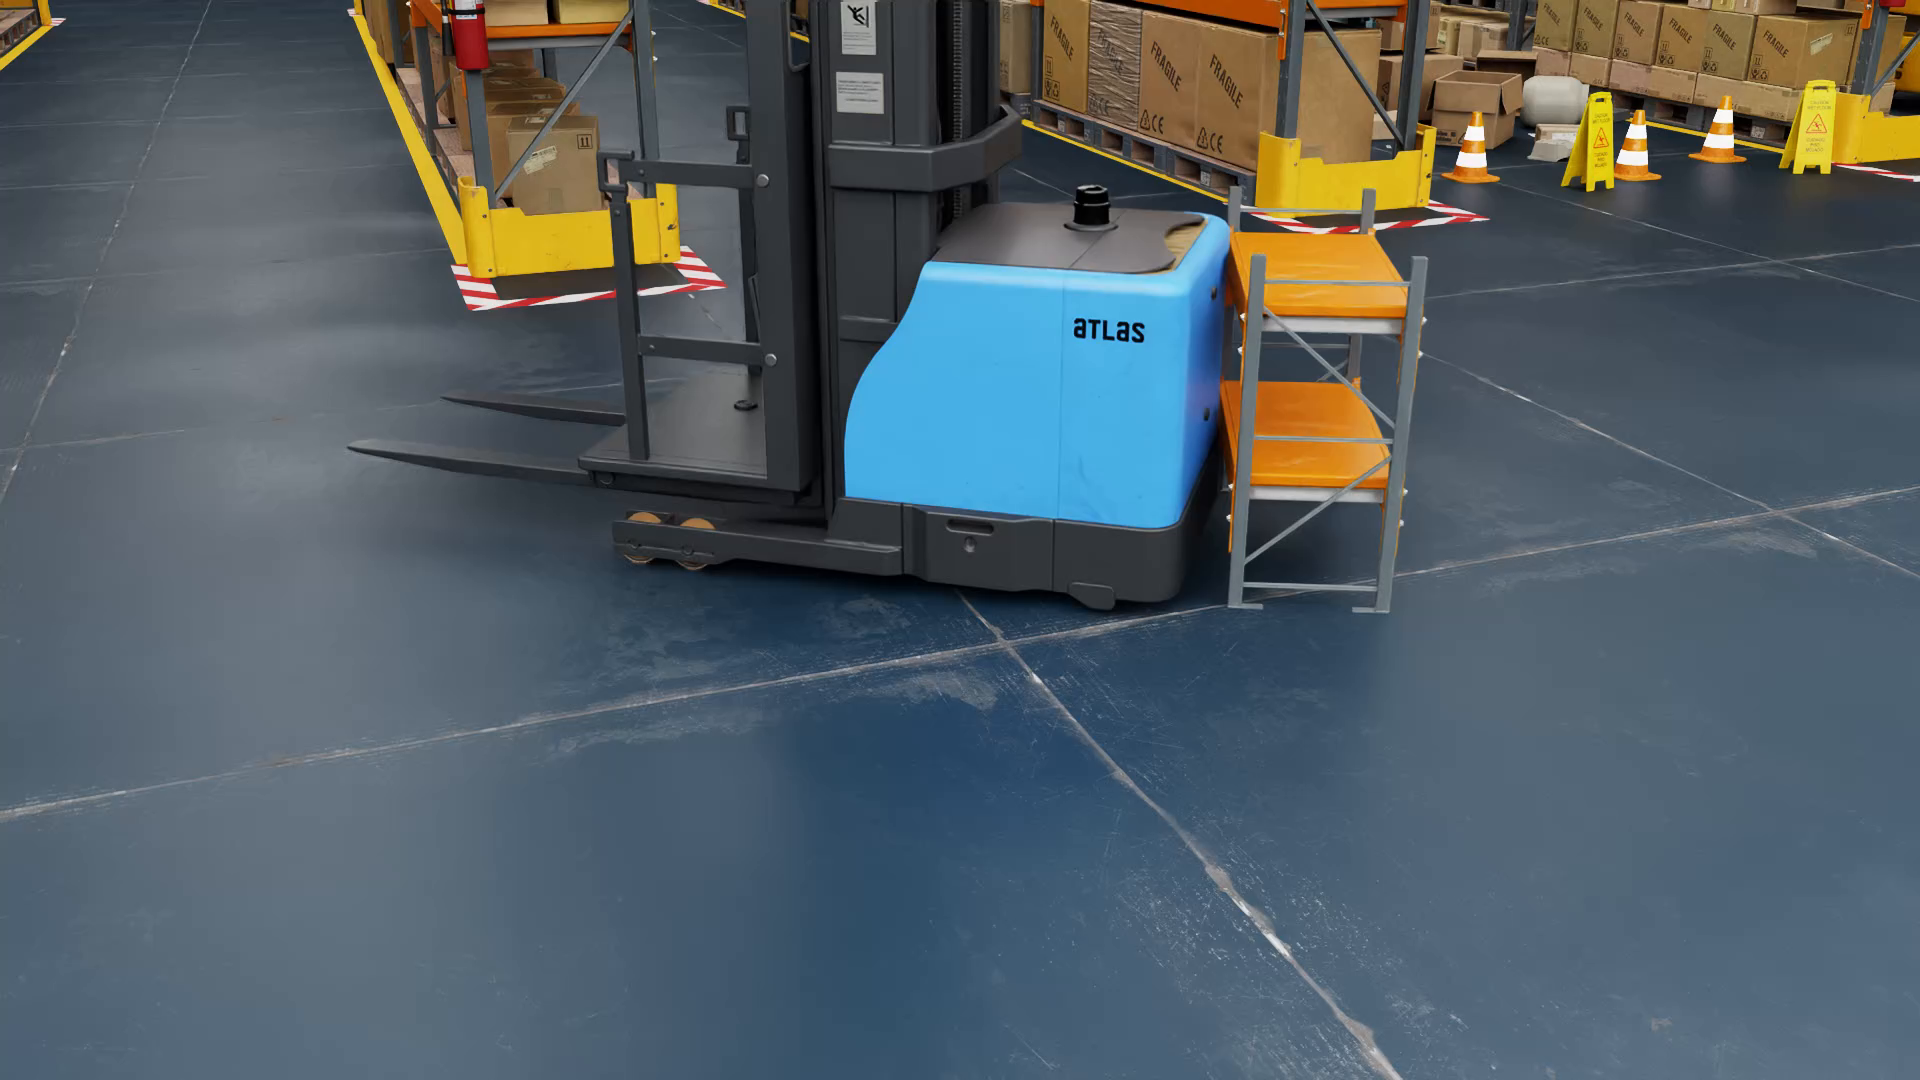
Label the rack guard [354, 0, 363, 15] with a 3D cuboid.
[{"bbox_3d":[-7.831,-7.606,23.152,1.175,0.500,0.348,-8,24,-19],"label":"rack guard"}]

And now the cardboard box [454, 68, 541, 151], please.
[{"bbox_3d":[-3.270,-3.073,11.856,0.500,0.500,0.500,-1,23,-2],"label":"cardboard box"}]

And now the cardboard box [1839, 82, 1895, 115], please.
[{"bbox_3d":[7.075,-3.553,13.317,0.500,0.250,0.500,-9,24,-19],"label":"cardboard box"}]

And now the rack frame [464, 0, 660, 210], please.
[{"bbox_3d":[-2.170,-2.936,8.853,1.000,3.000,0.127,-8,24,-19],"label":"rack frame"}]

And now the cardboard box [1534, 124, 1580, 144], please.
[{"bbox_3d":[4.748,-3.180,13.104,0.380,0.149,0.250,4,23,9],"label":"cardboard box"}]

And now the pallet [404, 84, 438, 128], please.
[{"bbox_3d":[-4.294,-3.831,14.567,1.003,0.211,1.213,-8,24,-19],"label":"pallet"}]

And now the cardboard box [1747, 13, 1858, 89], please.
[{"bbox_3d":[6.574,-3.823,12.992,0.500,0.500,0.500,-8,24,-19],"label":"cardboard box"}]

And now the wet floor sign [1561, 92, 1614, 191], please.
[{"bbox_3d":[4.368,-2.756,11.457,0.267,0.644,0.232,-13,26,-28],"label":"wet floor sign"}]

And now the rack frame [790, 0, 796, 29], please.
[{"bbox_3d":[-1.734,-7.940,20.725,1.000,3.000,0.127,-8,24,-19],"label":"rack frame"}]

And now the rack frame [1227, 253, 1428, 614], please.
[{"bbox_3d":[1.094,-0.300,5.014,0.500,1.125,0.032,2,23,4],"label":"rack frame"}]

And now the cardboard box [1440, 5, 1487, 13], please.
[{"bbox_3d":[4.996,-5.435,17.625,0.950,0.372,0.625,-8,24,-17],"label":"cardboard box"}]

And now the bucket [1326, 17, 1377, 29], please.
[{"bbox_3d":[3.298,-4.492,14.803,0.726,0.611,0.620,0,13,-1],"label":"bucket"}]

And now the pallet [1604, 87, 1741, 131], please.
[{"bbox_3d":[6.393,-3.781,14.448,1.003,0.211,1.213,-8,24,-19],"label":"pallet"}]

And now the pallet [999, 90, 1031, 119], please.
[{"bbox_3d":[0.750,-4.018,15.011,1.003,0.211,1.213,-8,24,-19],"label":"pallet"}]

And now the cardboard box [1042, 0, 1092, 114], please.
[{"bbox_3d":[1.249,-4.009,13.595,0.875,0.875,0.875,-8,24,-18],"label":"cardboard box"}]

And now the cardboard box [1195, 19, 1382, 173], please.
[{"bbox_3d":[2.204,-3.031,11.275,0.875,0.875,0.875,-8,24,-19],"label":"cardboard box"}]

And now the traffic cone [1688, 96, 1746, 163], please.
[{"bbox_3d":[5.742,-3.106,12.522,0.336,0.463,0.334,-8,24,-19],"label":"traffic cone"}]

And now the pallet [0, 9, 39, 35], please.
[{"bbox_3d":[-12.201,-6.480,20.852,1.003,0.211,1.213,-8,24,-19],"label":"pallet"}]

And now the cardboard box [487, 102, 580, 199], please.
[{"bbox_3d":[-2.618,-2.419,10.305,0.500,0.500,0.500,-2,23,-5],"label":"cardboard box"}]

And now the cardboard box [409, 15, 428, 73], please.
[{"bbox_3d":[-4.741,-4.653,15.578,0.700,0.500,0.500,-10,25,-22],"label":"cardboard box"}]

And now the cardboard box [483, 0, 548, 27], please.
[{"bbox_3d":[-2.464,-2.895,9.080,0.380,0.149,0.250,-8,24,-19],"label":"cardboard box"}]

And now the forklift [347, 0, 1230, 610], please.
[{"bbox_3d":[-0.658,-1.441,5.395,3.031,2.935,1.130,6,24,15],"label":"forklift"}]

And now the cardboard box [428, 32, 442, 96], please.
[{"bbox_3d":[-4.129,-4.045,14.137,0.700,0.500,0.500,-11,25,-24],"label":"cardboard box"}]

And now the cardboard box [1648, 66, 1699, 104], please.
[{"bbox_3d":[6.198,-3.857,14.039,0.500,0.250,0.500,-9,25,-21],"label":"cardboard box"}]

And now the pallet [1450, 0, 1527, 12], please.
[{"bbox_3d":[7.827,-7.762,23.896,1.003,0.211,1.213,-8,24,-19],"label":"pallet"}]

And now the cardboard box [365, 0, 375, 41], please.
[{"bbox_3d":[-5.848,-5.956,18.214,1.225,0.875,0.875,-9,25,-21],"label":"cardboard box"}]

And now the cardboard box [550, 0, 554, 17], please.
[{"bbox_3d":[-2.118,-3.050,9.447,0.380,0.149,0.250,-8,24,-19],"label":"cardboard box"}]

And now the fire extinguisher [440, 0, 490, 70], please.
[{"bbox_3d":[-2.561,-2.795,8.619,0.296,0.674,0.183,-8,24,-19],"label":"fire extinguisher"}]

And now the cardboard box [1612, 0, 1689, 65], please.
[{"bbox_3d":[6.025,-4.388,14.332,0.500,0.500,0.500,-7,24,-16],"label":"cardboard box"}]

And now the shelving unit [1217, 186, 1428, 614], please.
[{"bbox_3d":[1.137,-0.497,5.481,0.538,1.125,1.048,2,23,4],"label":"shelving unit"}]

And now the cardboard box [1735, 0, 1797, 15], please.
[{"bbox_3d":[6.381,-4.246,13.160,0.380,0.149,0.250,-8,24,-17],"label":"cardboard box"}]

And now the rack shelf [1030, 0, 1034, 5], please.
[{"bbox_3d":[0.386,-5.428,15.693,1.077,0.370,4.000,-8,24,-19],"label":"rack shelf"}]

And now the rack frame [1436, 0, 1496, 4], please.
[{"bbox_3d":[7.504,-9.338,24.043,1.000,3.000,0.127,-8,24,-19],"label":"rack frame"}]

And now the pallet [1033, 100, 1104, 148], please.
[{"bbox_3d":[1.288,-3.461,13.689,1.003,0.211,1.213,-8,24,-19],"label":"pallet"}]

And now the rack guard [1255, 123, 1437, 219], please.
[{"bbox_3d":[2.514,-2.419,10.845,1.175,0.500,0.348,-8,24,-19],"label":"rack guard"}]

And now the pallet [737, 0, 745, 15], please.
[{"bbox_3d":[-2.439,-7.338,22.888,1.003,0.211,1.213,-8,24,-19],"label":"pallet"}]

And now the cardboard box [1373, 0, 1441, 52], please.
[{"bbox_3d":[4.033,-4.691,15.260,0.500,0.500,0.500,-8,24,-19],"label":"cardboard box"}]

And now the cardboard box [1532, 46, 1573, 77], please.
[{"bbox_3d":[5.644,-4.424,15.383,0.500,0.250,0.500,-10,25,-21],"label":"cardboard box"}]

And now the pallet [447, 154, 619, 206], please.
[{"bbox_3d":[-2.878,-2.421,11.222,1.003,0.211,1.213,-8,24,-19],"label":"pallet"}]

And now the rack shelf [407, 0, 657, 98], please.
[{"bbox_3d":[-2.877,-3.331,10.717,1.077,0.370,4.000,-8,24,-19],"label":"rack shelf"}]
